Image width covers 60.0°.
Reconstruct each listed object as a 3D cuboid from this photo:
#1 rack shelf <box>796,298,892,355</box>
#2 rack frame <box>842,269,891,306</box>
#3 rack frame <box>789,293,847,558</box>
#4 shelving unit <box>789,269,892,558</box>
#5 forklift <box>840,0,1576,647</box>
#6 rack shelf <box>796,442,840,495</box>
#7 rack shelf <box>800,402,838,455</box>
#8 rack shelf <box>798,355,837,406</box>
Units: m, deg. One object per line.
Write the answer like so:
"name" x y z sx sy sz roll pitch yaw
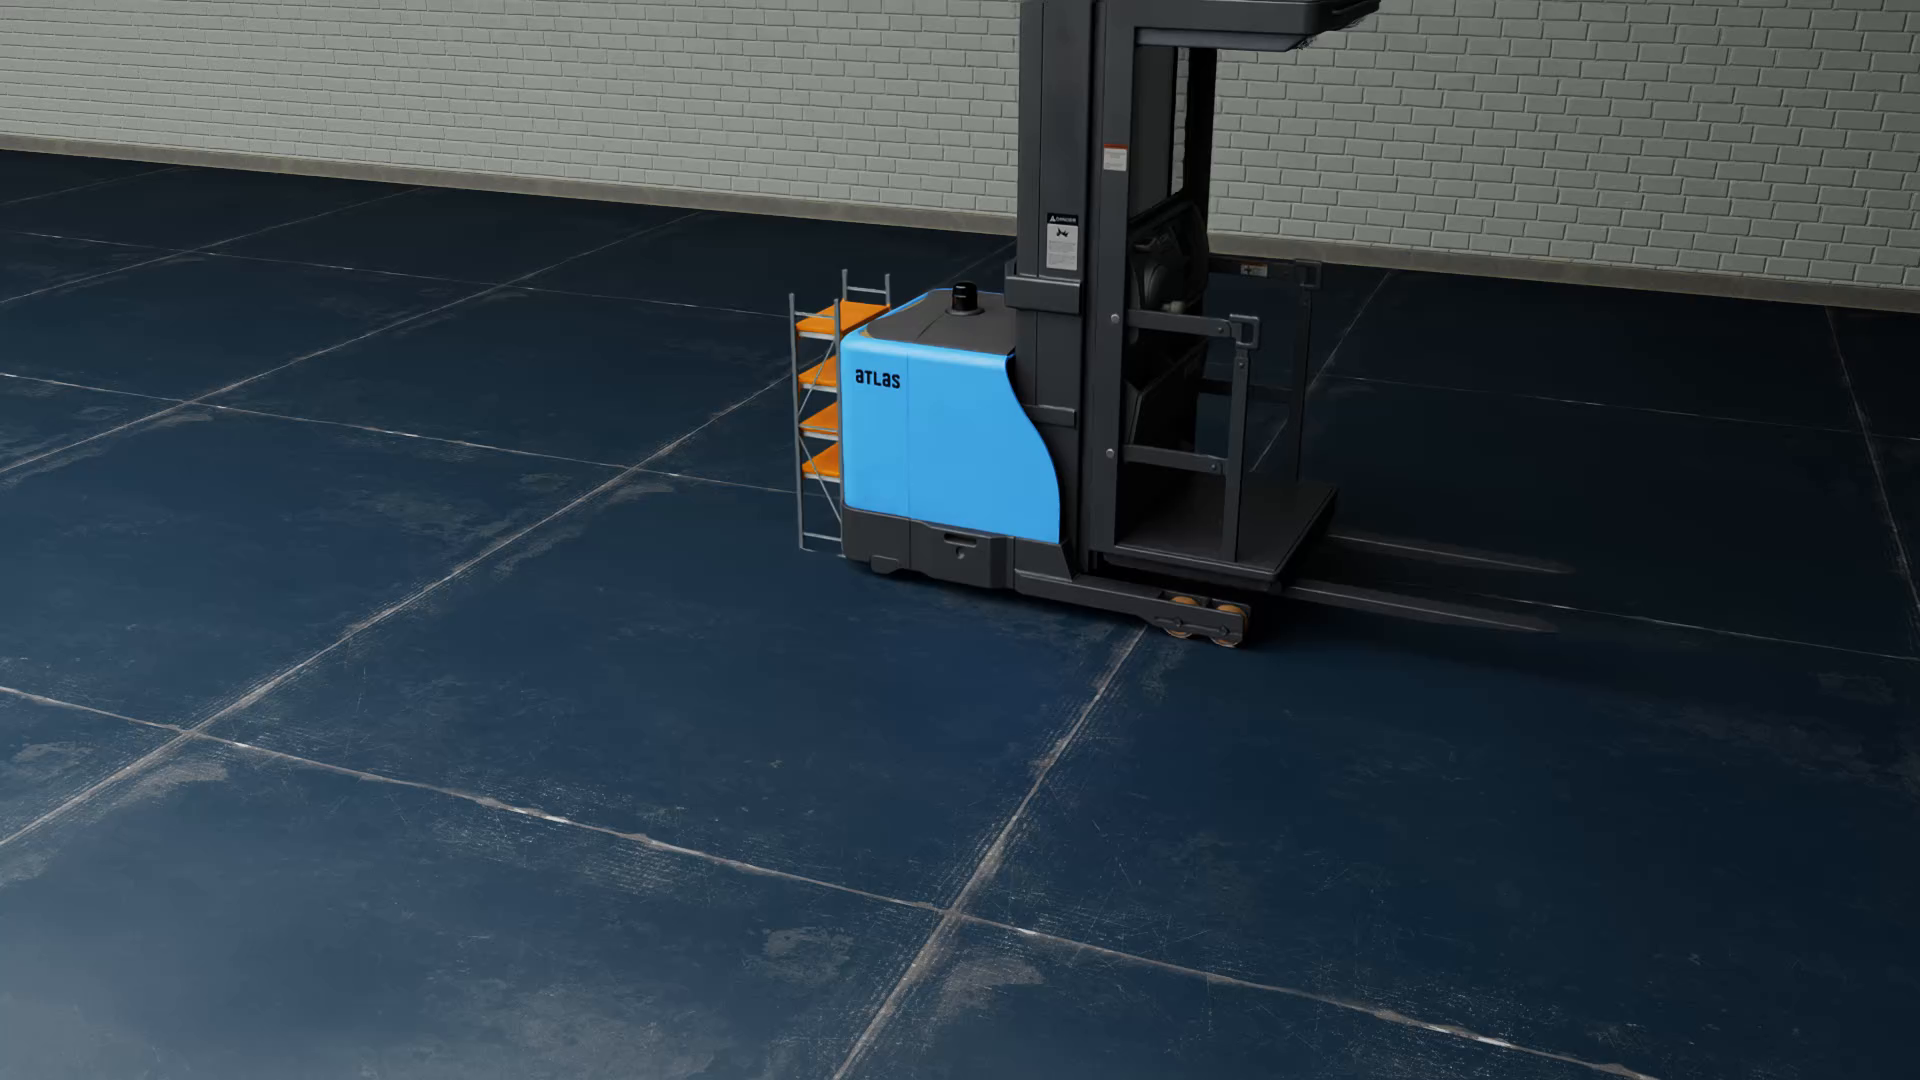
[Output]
"rack shelf" -0.525 -0.941 7.426 0.258 0.148 0.480 10 25 22
"rack frame" -0.425 -0.664 7.783 0.240 1.200 0.015 10 25 22
"rack frame" -0.625 -0.492 7.372 0.240 1.200 0.015 10 25 22
"shelving unit" -0.525 -0.578 7.578 0.258 1.200 0.503 10 25 22
"forklift" 1.036 -1.155 6.712 3.031 2.935 1.130 10 25 23
"rack shelf" -0.525 -0.333 7.680 0.258 0.148 0.480 10 25 22
"rack shelf" -0.525 -0.516 7.603 0.258 0.148 0.480 10 25 22
"rack shelf" -0.525 -0.723 7.517 0.258 0.148 0.480 10 25 22
